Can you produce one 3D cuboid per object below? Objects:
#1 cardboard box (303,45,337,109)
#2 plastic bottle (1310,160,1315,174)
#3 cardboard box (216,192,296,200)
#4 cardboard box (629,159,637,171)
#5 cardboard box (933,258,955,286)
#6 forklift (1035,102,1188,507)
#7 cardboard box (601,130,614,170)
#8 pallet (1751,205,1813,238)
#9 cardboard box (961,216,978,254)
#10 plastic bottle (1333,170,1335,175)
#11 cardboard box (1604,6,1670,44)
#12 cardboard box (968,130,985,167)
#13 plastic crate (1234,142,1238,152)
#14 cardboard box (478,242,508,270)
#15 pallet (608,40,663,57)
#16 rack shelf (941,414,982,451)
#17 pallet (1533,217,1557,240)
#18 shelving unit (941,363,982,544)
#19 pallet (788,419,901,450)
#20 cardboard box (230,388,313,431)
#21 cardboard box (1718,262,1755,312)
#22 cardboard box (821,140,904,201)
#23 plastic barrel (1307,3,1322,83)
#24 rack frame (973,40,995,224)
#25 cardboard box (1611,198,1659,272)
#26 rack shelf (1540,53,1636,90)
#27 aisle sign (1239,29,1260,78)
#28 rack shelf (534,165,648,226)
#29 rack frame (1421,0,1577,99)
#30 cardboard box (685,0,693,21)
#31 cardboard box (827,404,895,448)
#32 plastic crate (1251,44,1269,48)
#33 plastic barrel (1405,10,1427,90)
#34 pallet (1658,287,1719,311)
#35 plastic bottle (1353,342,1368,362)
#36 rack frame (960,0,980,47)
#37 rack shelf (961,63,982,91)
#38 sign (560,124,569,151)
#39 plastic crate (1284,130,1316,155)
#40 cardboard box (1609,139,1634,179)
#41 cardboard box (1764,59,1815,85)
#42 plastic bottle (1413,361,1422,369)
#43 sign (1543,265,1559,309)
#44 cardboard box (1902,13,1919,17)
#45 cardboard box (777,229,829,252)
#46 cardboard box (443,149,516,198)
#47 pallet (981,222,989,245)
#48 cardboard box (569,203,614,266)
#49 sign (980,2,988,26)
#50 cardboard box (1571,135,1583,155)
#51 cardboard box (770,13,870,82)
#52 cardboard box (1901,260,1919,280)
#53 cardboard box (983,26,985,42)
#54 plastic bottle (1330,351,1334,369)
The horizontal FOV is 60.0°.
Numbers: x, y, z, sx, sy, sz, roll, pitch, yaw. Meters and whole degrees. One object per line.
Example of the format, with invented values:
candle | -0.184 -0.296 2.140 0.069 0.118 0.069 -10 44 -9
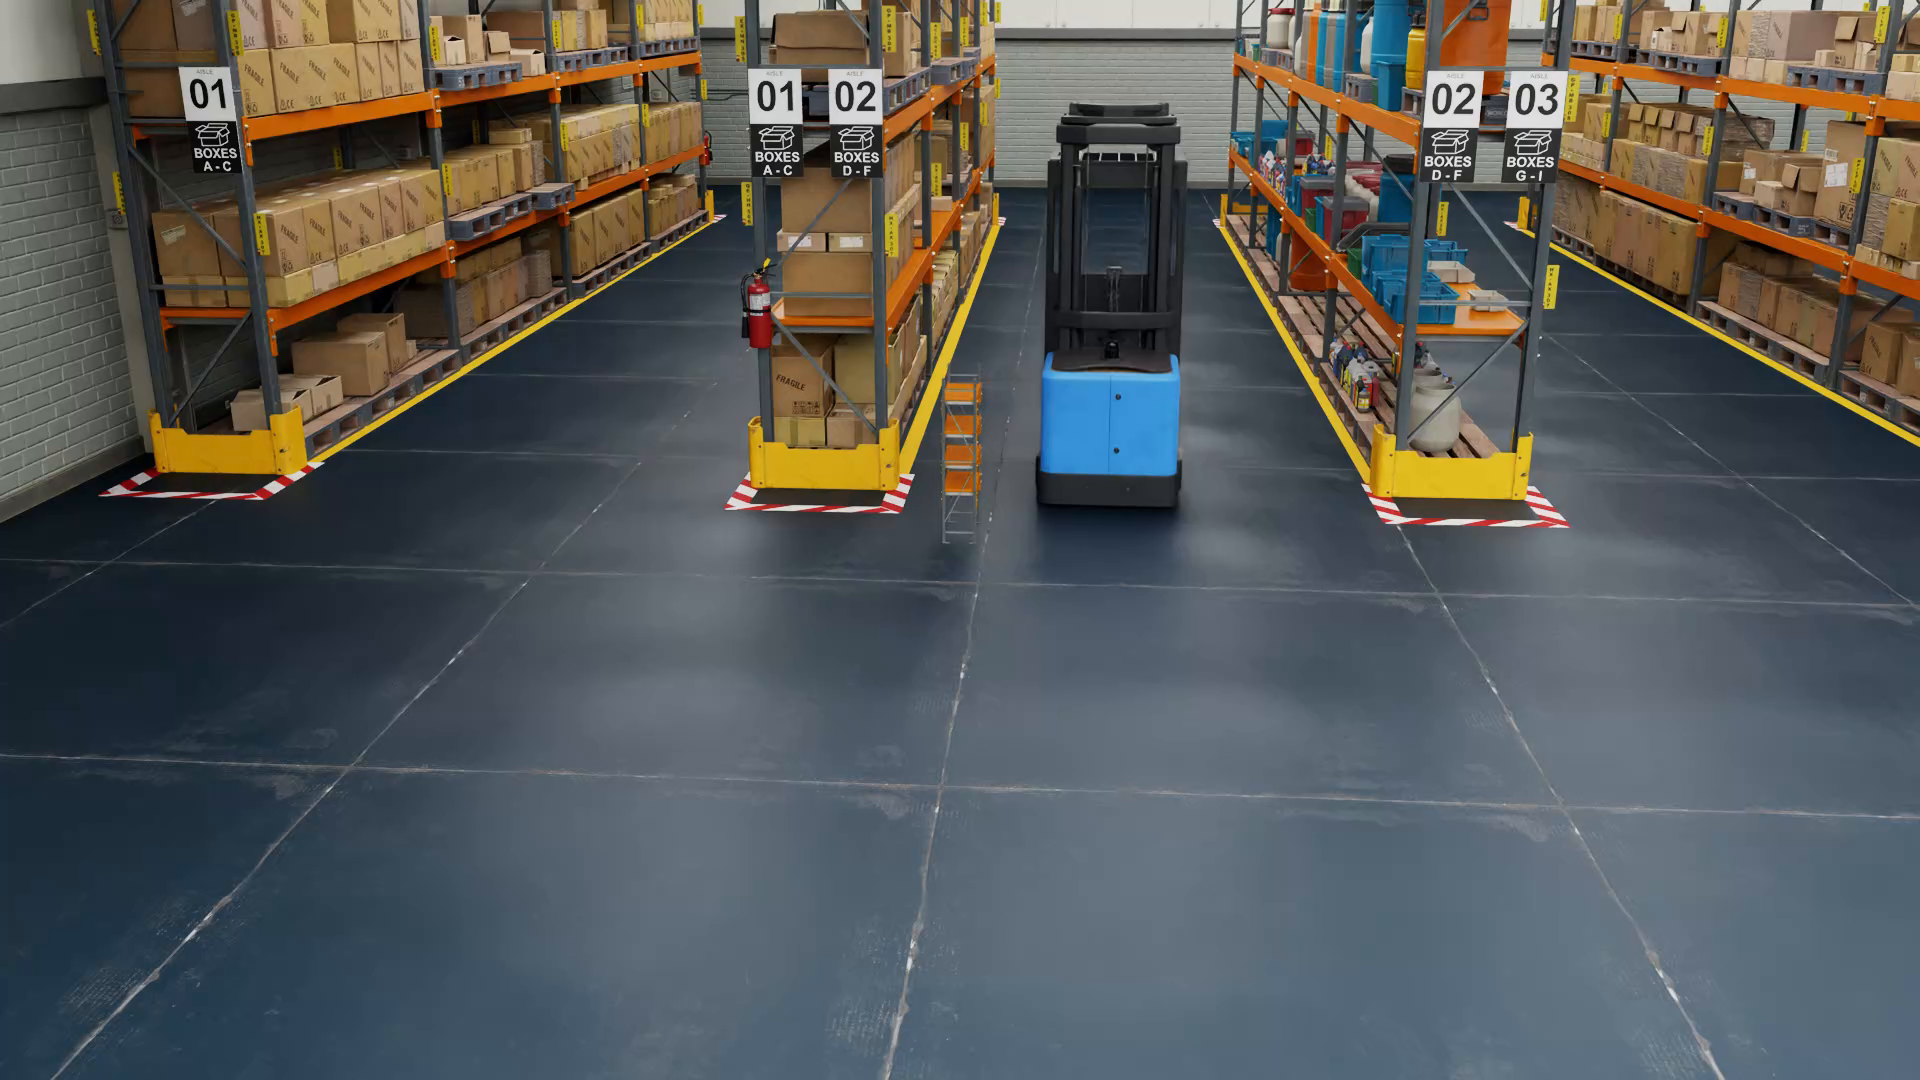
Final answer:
cardboard box | -5.635 -3.905 14.013 0.500 0.500 0.500 2 18 6
plastic bottle | 4.832 -5.039 22.690 0.097 0.271 0.097 0 18 0
cardboard box | -6.115 -2.759 14.531 0.500 0.500 0.500 1 18 2
cardboard box | -4.892 -5.424 24.029 0.380 0.149 0.250 2 18 5
cardboard box | -0.324 -3.202 19.718 0.500 0.311 0.500 1 18 3
forklift | 1.247 -2.050 13.473 1.130 2.935 3.031 2 18 5
cardboard box | -5.039 -5.303 22.621 0.500 0.500 0.500 2 18 5
pallet | 9.279 -3.443 17.921 1.003 0.211 1.213 1 18 4
cardboard box | -0.007 -4.323 23.605 0.500 0.500 0.500 1 18 4
plastic bottle | 4.911 -4.720 21.719 0.097 0.271 0.097 0 18 0
cardboard box | 9.663 -7.356 23.744 0.700 0.500 0.500 0 18 1
cardboard box | 0.094 -5.814 24.689 0.500 0.500 0.500 2 18 5
plastic crate | 4.513 -6.270 26.569 0.250 0.136 0.298 1 18 4
cardboard box | -5.577 -3.299 19.277 0.500 0.250 0.500 1 18 4
pallet | -5.086 -7.361 24.895 1.003 0.211 1.213 1 18 4
rack shelf | 0.012 -0.770 11.844 0.258 0.148 0.480 1 18 4
pallet | 9.974 -5.059 27.024 1.003 0.211 1.213 1 18 4
shelving unit | 0.012 -0.622 11.893 0.258 1.200 0.503 1 18 4
pallet | -1.061 -0.801 14.028 1.003 0.211 1.213 1 18 4
cardboard box | -5.876 -1.141 14.200 0.500 0.311 0.500 -1 18 -2
cardboard box | 9.352 -2.962 19.455 0.700 0.500 0.500 0 18 1
cardboard box | -0.885 -3.343 15.065 0.700 0.500 0.500 1 18 4
plastic barrel | 4.117 -5.436 18.190 0.600 0.830 0.708 1 18 4
rack frame | 0.073 -6.857 28.031 1.000 3.000 0.127 1 18 4
cardboard box | 9.577 -4.105 22.372 1.225 0.875 0.875 1 18 2
rack shelf | 9.810 -7.097 25.102 1.077 0.370 4.000 1 18 4
aisle sign | 4.722 -8.009 27.374 0.394 0.787 0.004 1 18 4
rack shelf | -5.299 -4.761 22.790 1.077 0.370 4.000 1 18 4
rack frame | 3.866 -4.627 11.591 1.000 3.000 0.127 1 18 4
cardboard box | -4.649 -8.690 27.011 0.500 0.500 0.500 1 18 4
cardboard box | -0.814 -0.942 13.722 0.500 0.250 0.500 1 18 4
plastic crate | 4.473 -7.138 24.343 0.416 0.233 0.300 1 18 4
plastic barrel | 3.821 -3.847 13.052 0.600 0.588 0.600 0 18 0
pallet | 9.511 -3.068 20.947 1.003 0.211 1.213 1 18 4
plastic bottle | 3.825 -1.724 15.914 0.144 0.351 0.185 1 18 4
rack frame | -0.214 -8.465 23.306 1.000 3.000 0.127 1 18 4
rack shelf | -0.358 -6.077 21.989 1.077 0.370 4.000 1 18 4
sign | -4.900 -4.985 20.587 0.100 0.325 0.005 1 18 4
plastic crate | 5.040 -5.833 24.709 0.402 0.464 0.583 1 18 4
cardboard box | 9.384 -5.302 23.127 0.500 0.500 0.500 1 18 4
cardboard box | 9.028 -5.044 17.924 0.500 0.250 0.500 2 18 5
plastic bottle | 4.235 -1.522 15.406 0.061 0.283 0.133 1 18 4
sign | 4.414 -1.894 12.440 0.100 0.325 0.005 1 18 4
cardboard box | 14.496 -7.941 25.321 0.380 0.149 0.250 2 18 5
cardboard box | -1.237 -2.366 13.124 0.380 0.149 0.250 1 18 3
cardboard box | -5.533 -4.204 19.070 0.700 0.500 0.500 1 18 4
pallet | -0.079 -4.882 26.485 1.003 0.211 1.213 1 18 4
cardboard box | -5.189 -4.157 22.570 0.750 0.750 0.750 1 18 4
sign | 0.340 -7.461 23.597 0.100 0.325 0.005 1 18 4
cardboard box | 9.507 -5.924 24.949 0.500 0.250 0.500 2 18 5
cardboard box | -1.029 -3.806 12.840 0.797 0.503 0.637 3 18 8
cardboard box | 8.689 -2.418 14.888 0.380 0.149 0.250 1 18 4
cardboard box | 0.103 -7.507 24.636 0.500 0.250 0.500 1 18 4
plastic bottle | 3.685 -1.777 16.315 0.097 0.201 0.097 0 18 0
